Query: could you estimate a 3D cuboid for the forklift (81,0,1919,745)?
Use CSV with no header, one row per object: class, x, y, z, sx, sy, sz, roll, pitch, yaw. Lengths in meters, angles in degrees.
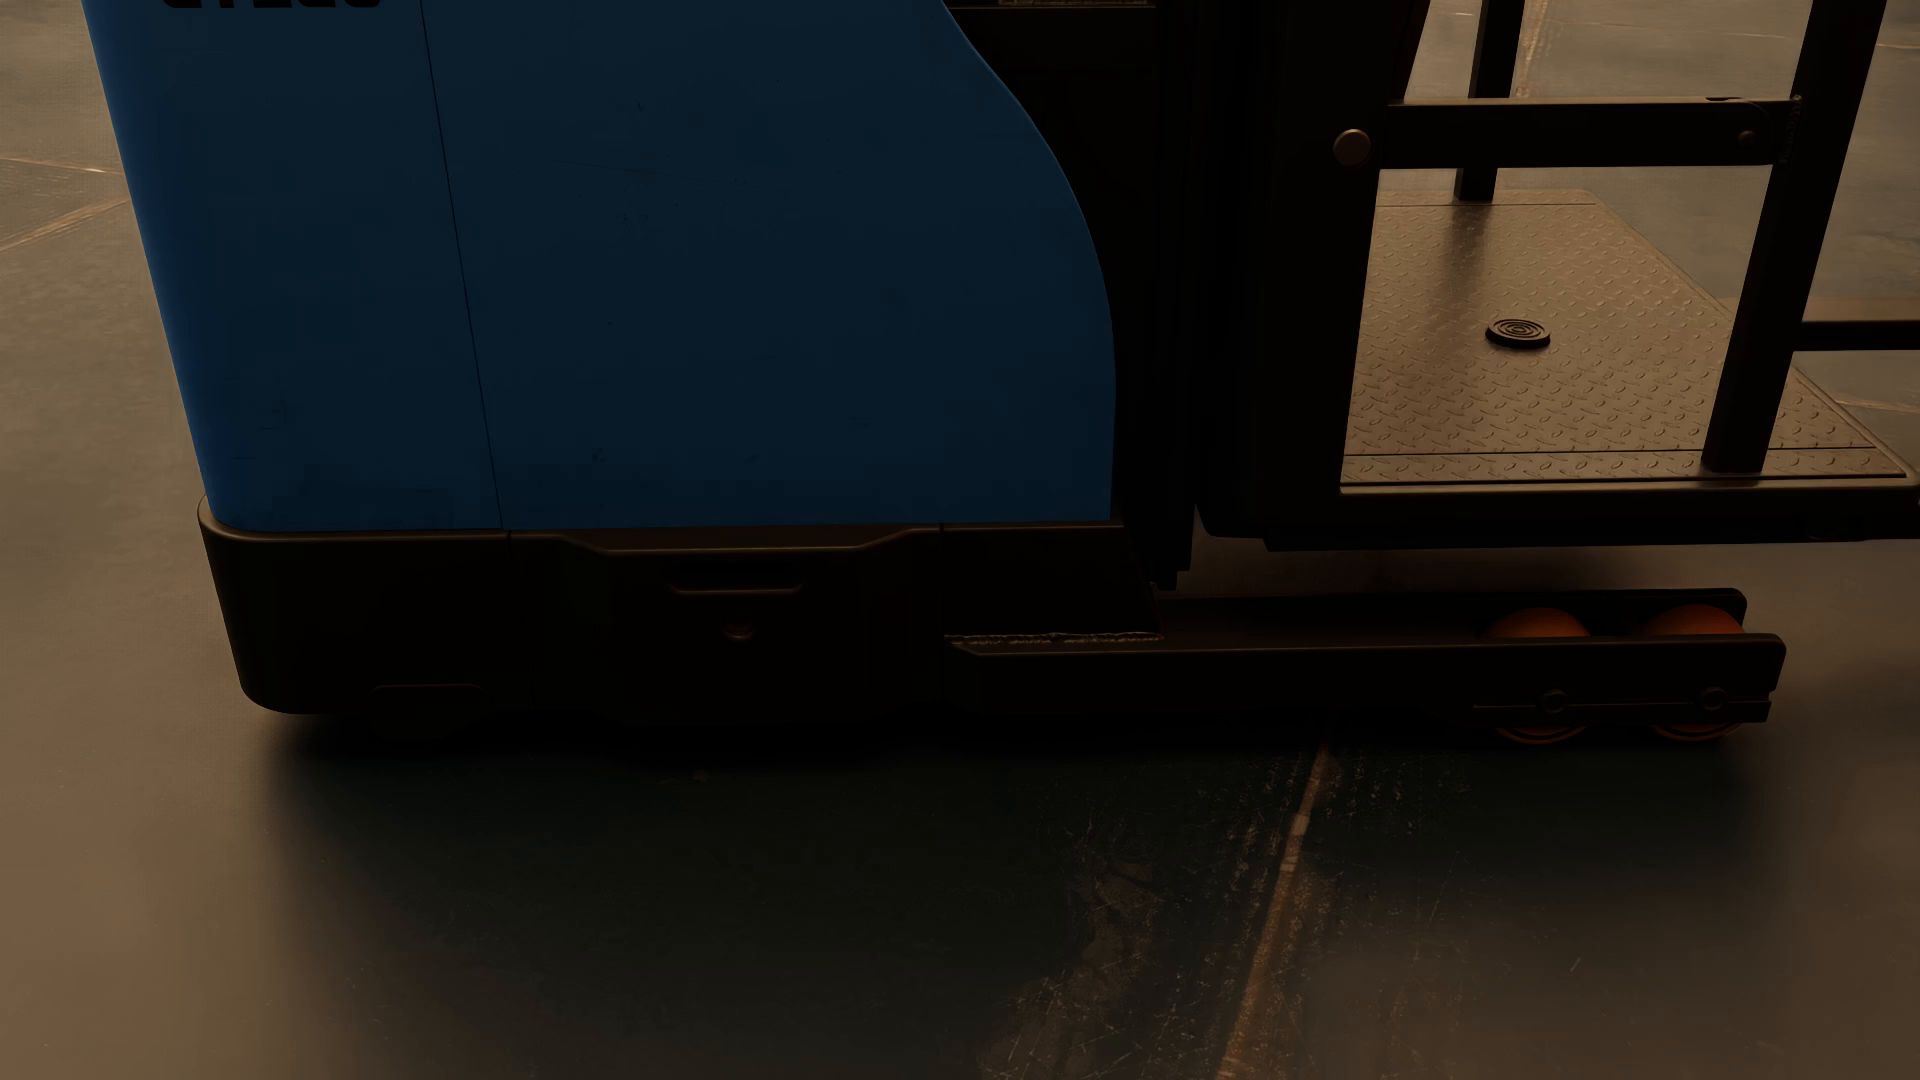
forklift,0.608,-1.285,1.795,3.031,2.935,1.130,-1,30,-2
